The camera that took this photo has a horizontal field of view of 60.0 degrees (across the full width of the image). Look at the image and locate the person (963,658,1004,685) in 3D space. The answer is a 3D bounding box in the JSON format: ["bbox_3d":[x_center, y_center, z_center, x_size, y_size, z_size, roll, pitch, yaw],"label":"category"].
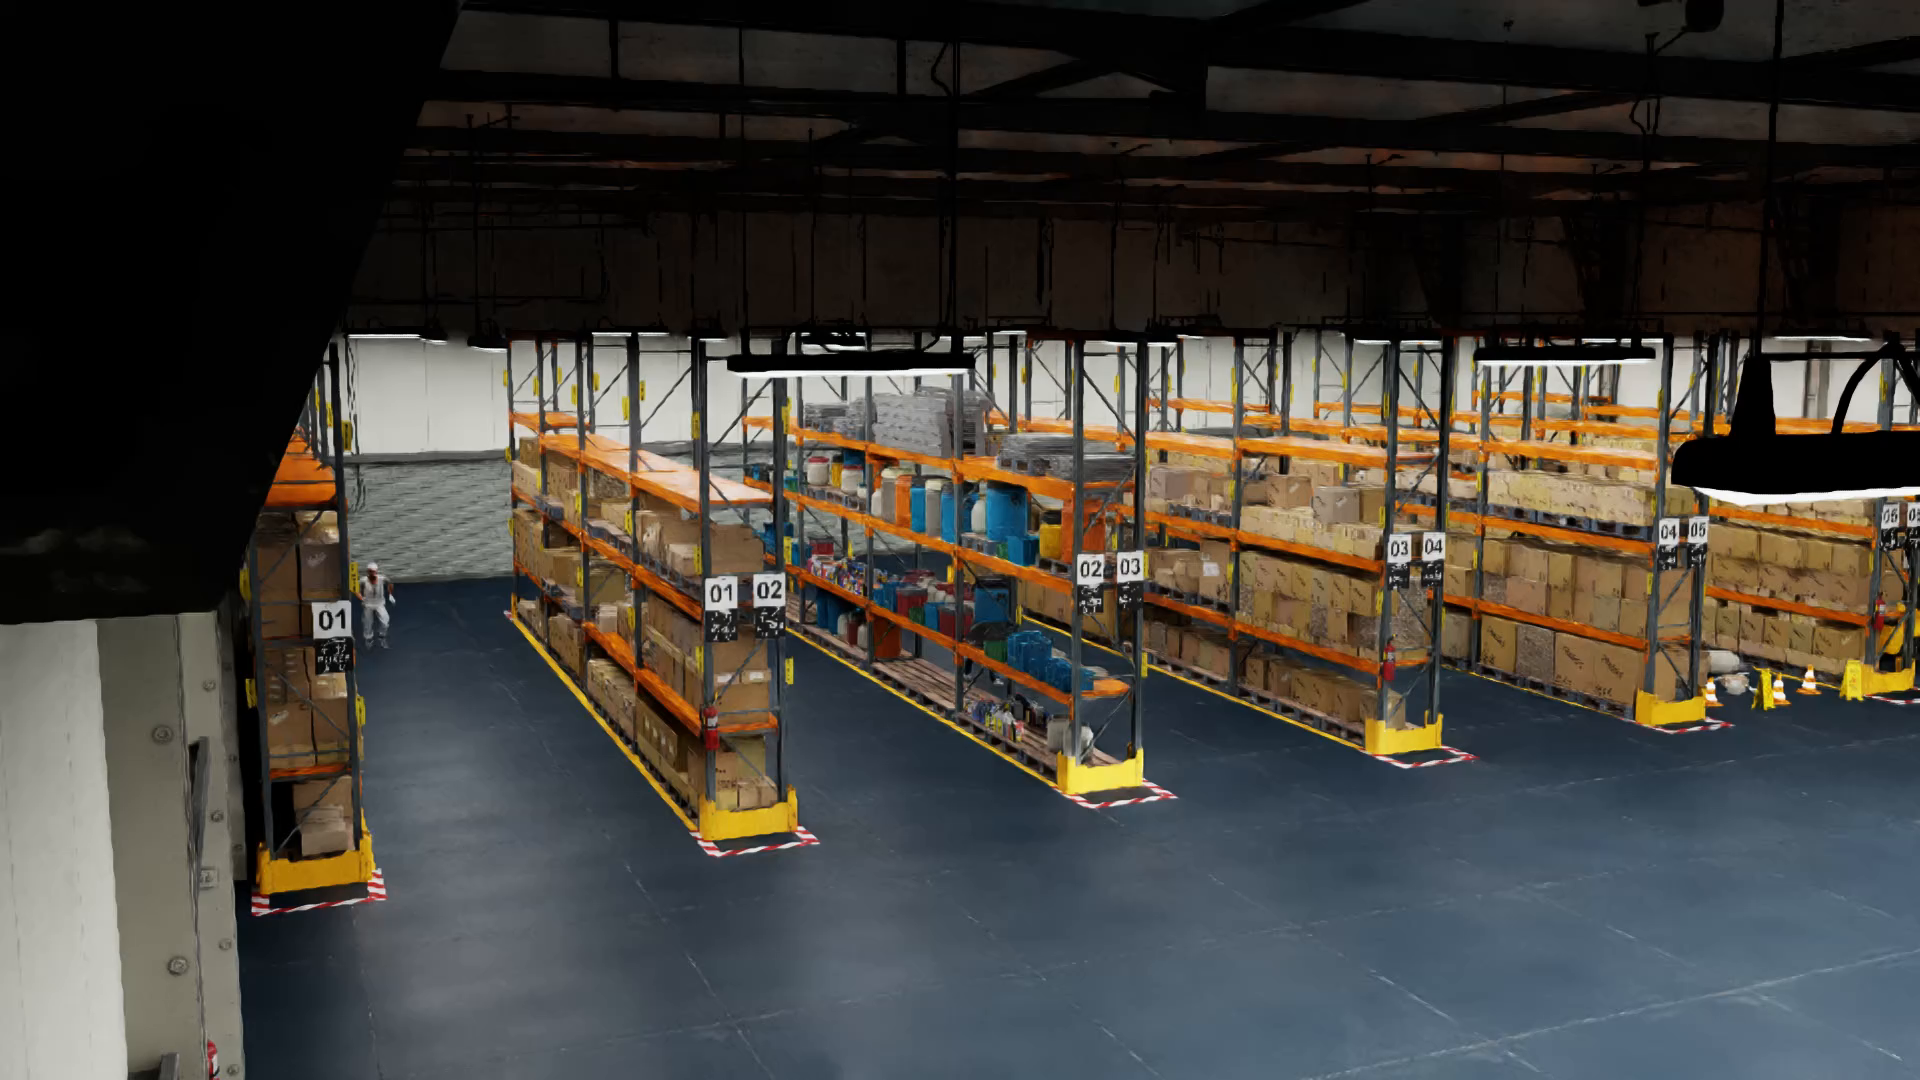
[{"bbox_3d":[0.369,1.693,28.477,0.412,1.533,0.955,-5,9,-31],"label":"person"}]

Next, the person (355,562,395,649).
[{"bbox_3d":[-10.980,1.250,31.234,0.684,1.712,0.820,-3,8,-18],"label":"person"}]

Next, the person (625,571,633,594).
[{"bbox_3d":[-7.446,0.357,37.396,0.449,1.775,0.715,1,8,6],"label":"person"}]
